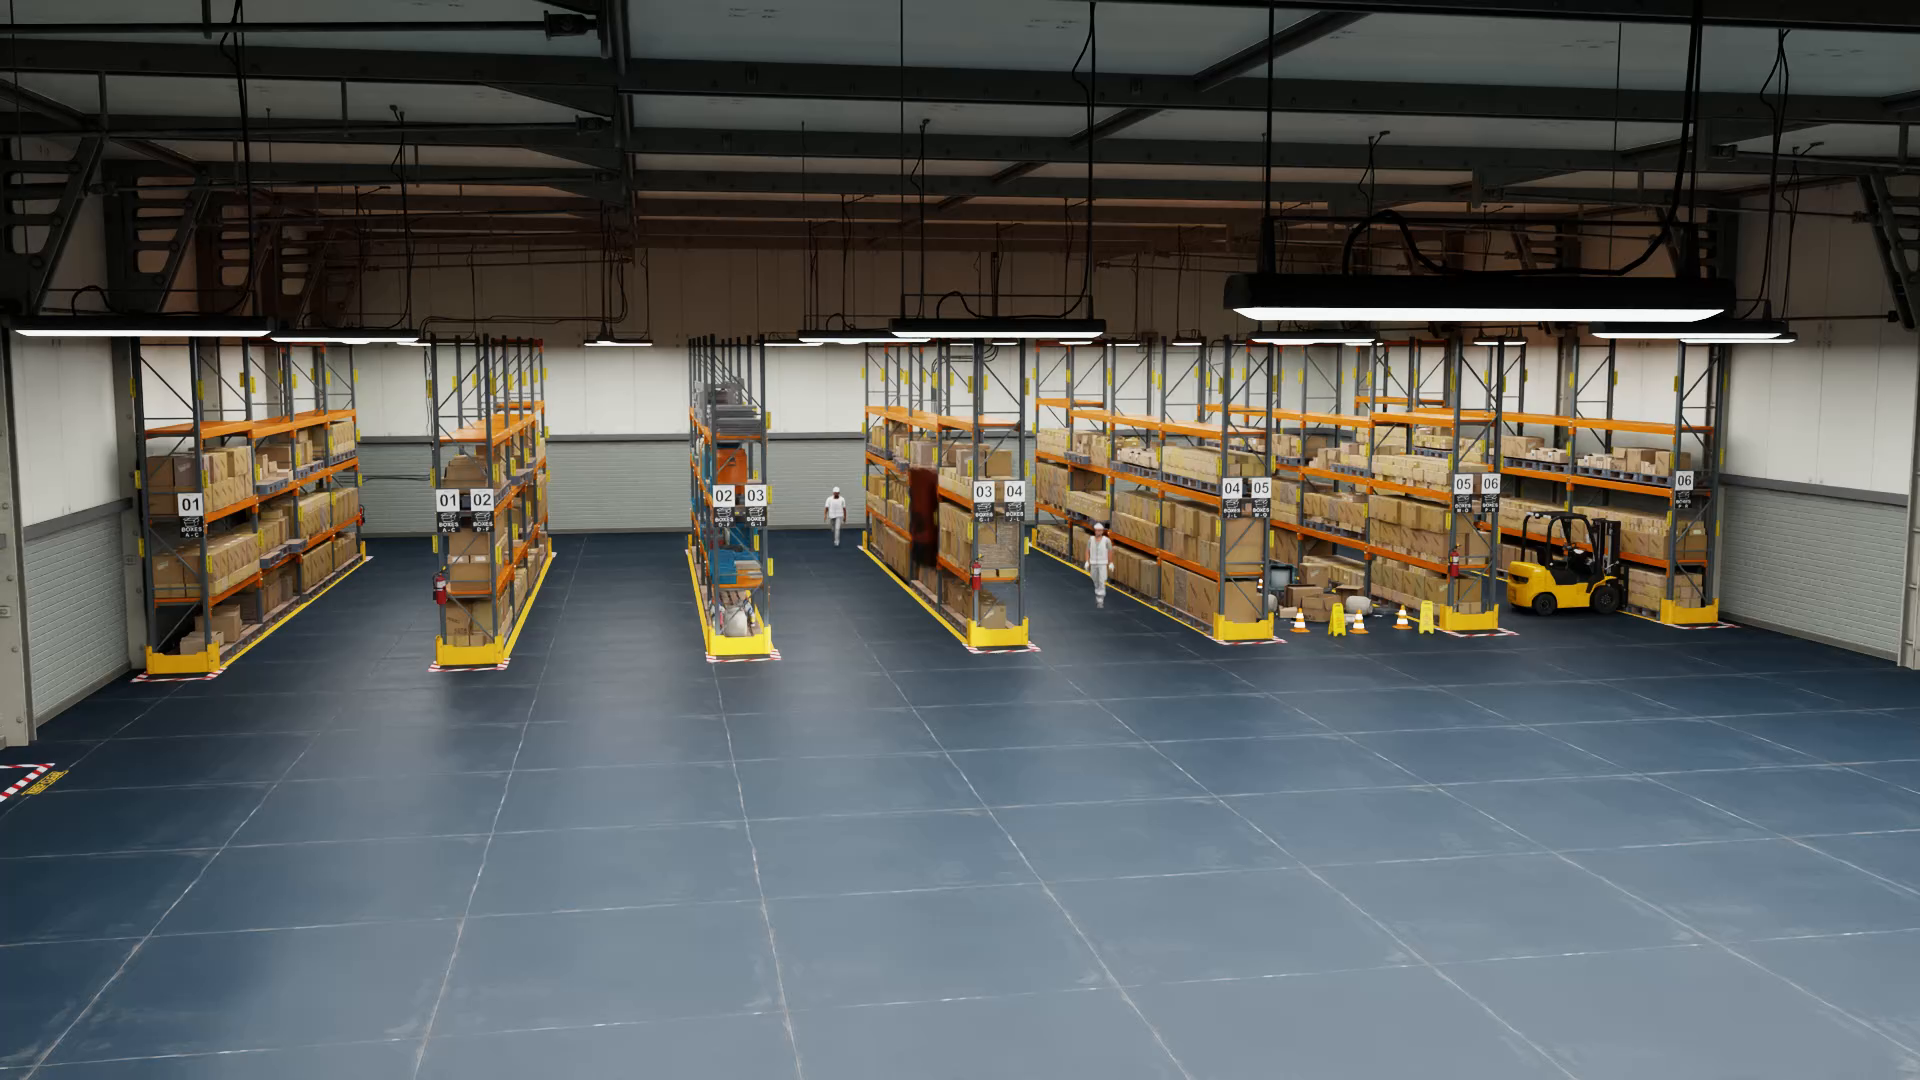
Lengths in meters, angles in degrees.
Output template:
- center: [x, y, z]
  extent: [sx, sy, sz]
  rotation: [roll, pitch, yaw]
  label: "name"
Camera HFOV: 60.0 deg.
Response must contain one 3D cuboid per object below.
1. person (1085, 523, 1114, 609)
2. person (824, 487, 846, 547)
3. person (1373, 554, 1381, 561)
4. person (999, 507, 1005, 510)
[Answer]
- center: [2.900, 0.526, 34.934]
  extent: [0.576, 1.750, 0.901]
  rotation: [3, 7, 23]
  label: "person"
- center: [-3.645, -0.685, 48.449]
  extent: [0.579, 1.726, 1.038]
  rotation: [1, 7, 10]
  label: "person"
- center: [11.264, -0.272, 44.690]
  extent: [0.588, 1.763, 0.464]
  rotation: [-6, 9, -44]
  label: "person"
- center: [1.052, -0.345, 45.192]
  extent: [0.574, 1.721, 1.050]
  rotation: [-2, 7, -15]
  label: "person"
